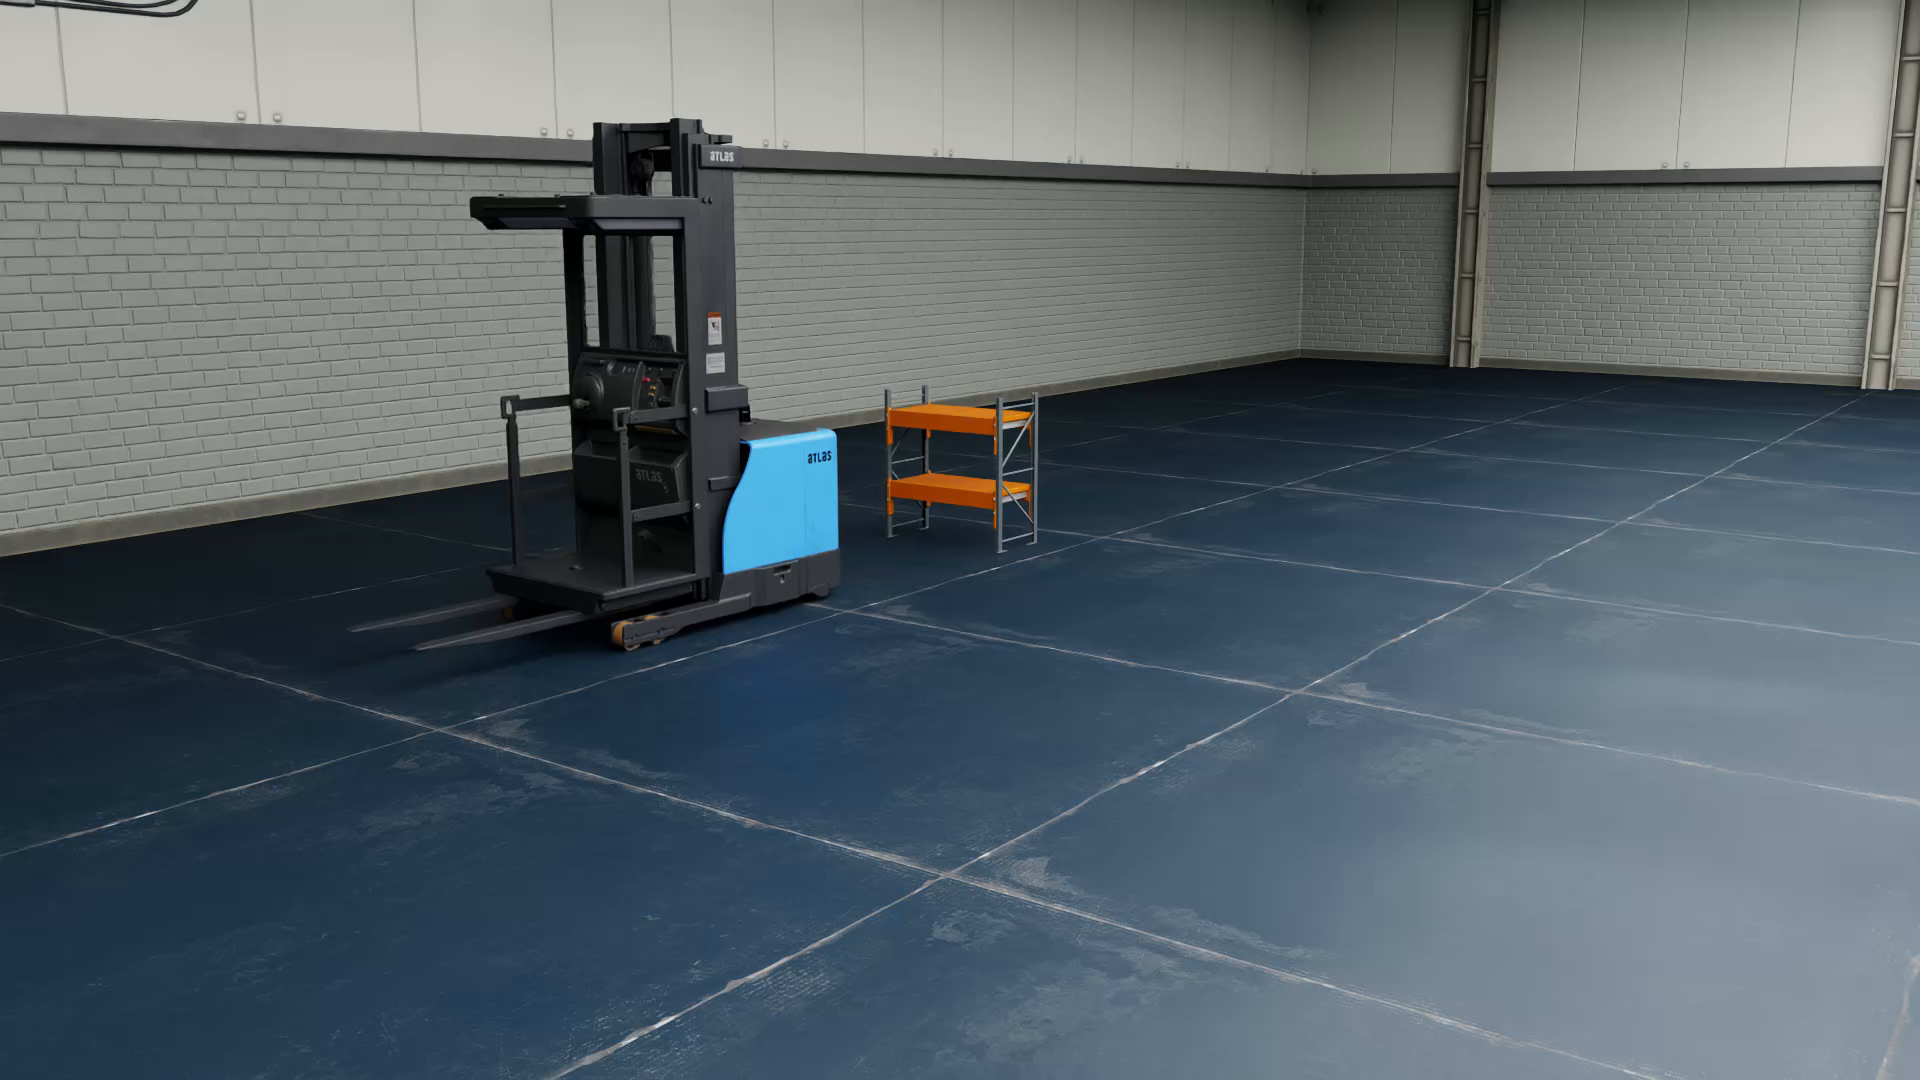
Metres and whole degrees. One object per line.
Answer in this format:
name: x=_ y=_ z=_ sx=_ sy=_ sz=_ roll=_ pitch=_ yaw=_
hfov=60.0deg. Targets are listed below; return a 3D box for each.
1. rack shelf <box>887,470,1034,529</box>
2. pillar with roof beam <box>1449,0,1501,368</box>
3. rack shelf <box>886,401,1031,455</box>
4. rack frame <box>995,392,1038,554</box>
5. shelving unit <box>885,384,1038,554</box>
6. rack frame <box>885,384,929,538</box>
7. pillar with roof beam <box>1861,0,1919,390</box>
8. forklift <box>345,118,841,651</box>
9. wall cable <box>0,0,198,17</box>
rack shelf: x=0.005 y=-0.311 z=12.465 sx=1.000 sy=0.278 sz=0.538 roll=8 pitch=13 yaw=36
pillar with roof beam: x=5.693 y=-6.592 z=22.910 sx=0.400 sy=9.000 sz=9.100 roll=8 pitch=13 yaw=36
rack shelf: x=0.005 y=-0.839 z=12.363 sx=1.000 sy=0.278 sz=0.538 roll=8 pitch=13 yaw=36
rack frame: x=0.415 y=-0.494 z=12.124 sx=0.032 sy=1.125 sz=0.500 roll=8 pitch=13 yaw=36
shelving unit: x=0.005 y=-0.552 z=12.419 sx=1.048 sy=1.125 sz=0.538 roll=8 pitch=13 yaw=36
rack frame: x=-0.404 y=-0.609 z=12.714 sx=0.032 sy=1.125 sz=0.500 roll=8 pitch=13 yaw=36
pillar with roof beam: x=10.529 y=-5.917 z=19.424 sx=0.400 sy=9.000 sz=9.100 roll=8 pitch=13 yaw=36
forklift: x=-2.077 y=-0.924 z=9.591 sx=1.130 sy=2.935 sz=3.031 roll=9 pitch=14 yaw=38
wall cable: x=-6.363 y=-6.083 z=11.329 sx=0.169 sy=6.003 sz=2.305 roll=8 pitch=13 yaw=36
